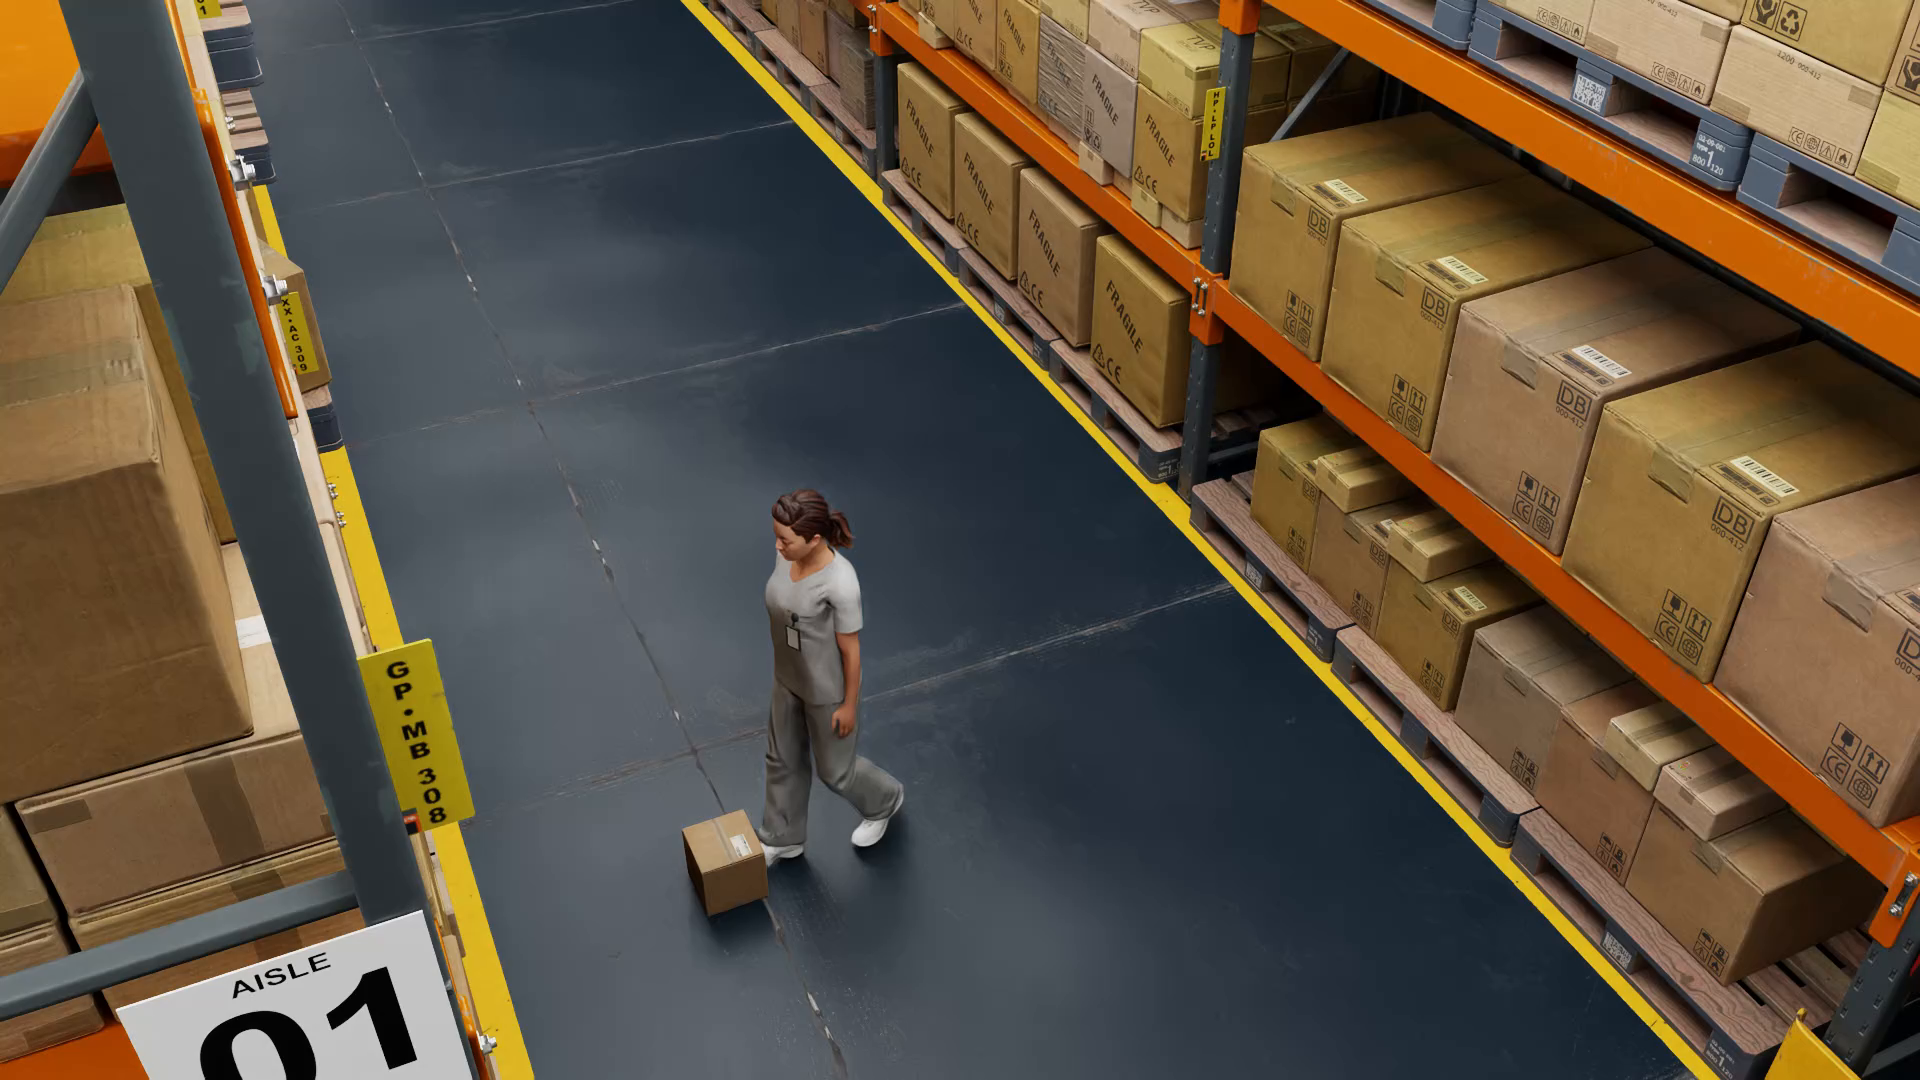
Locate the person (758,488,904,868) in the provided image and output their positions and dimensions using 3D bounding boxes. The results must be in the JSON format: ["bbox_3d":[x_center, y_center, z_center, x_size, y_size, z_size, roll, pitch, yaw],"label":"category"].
[{"bbox_3d":[-0.566,0.539,6.127,0.718,1.665,0.467,-30,47,-33],"label":"person"}]
